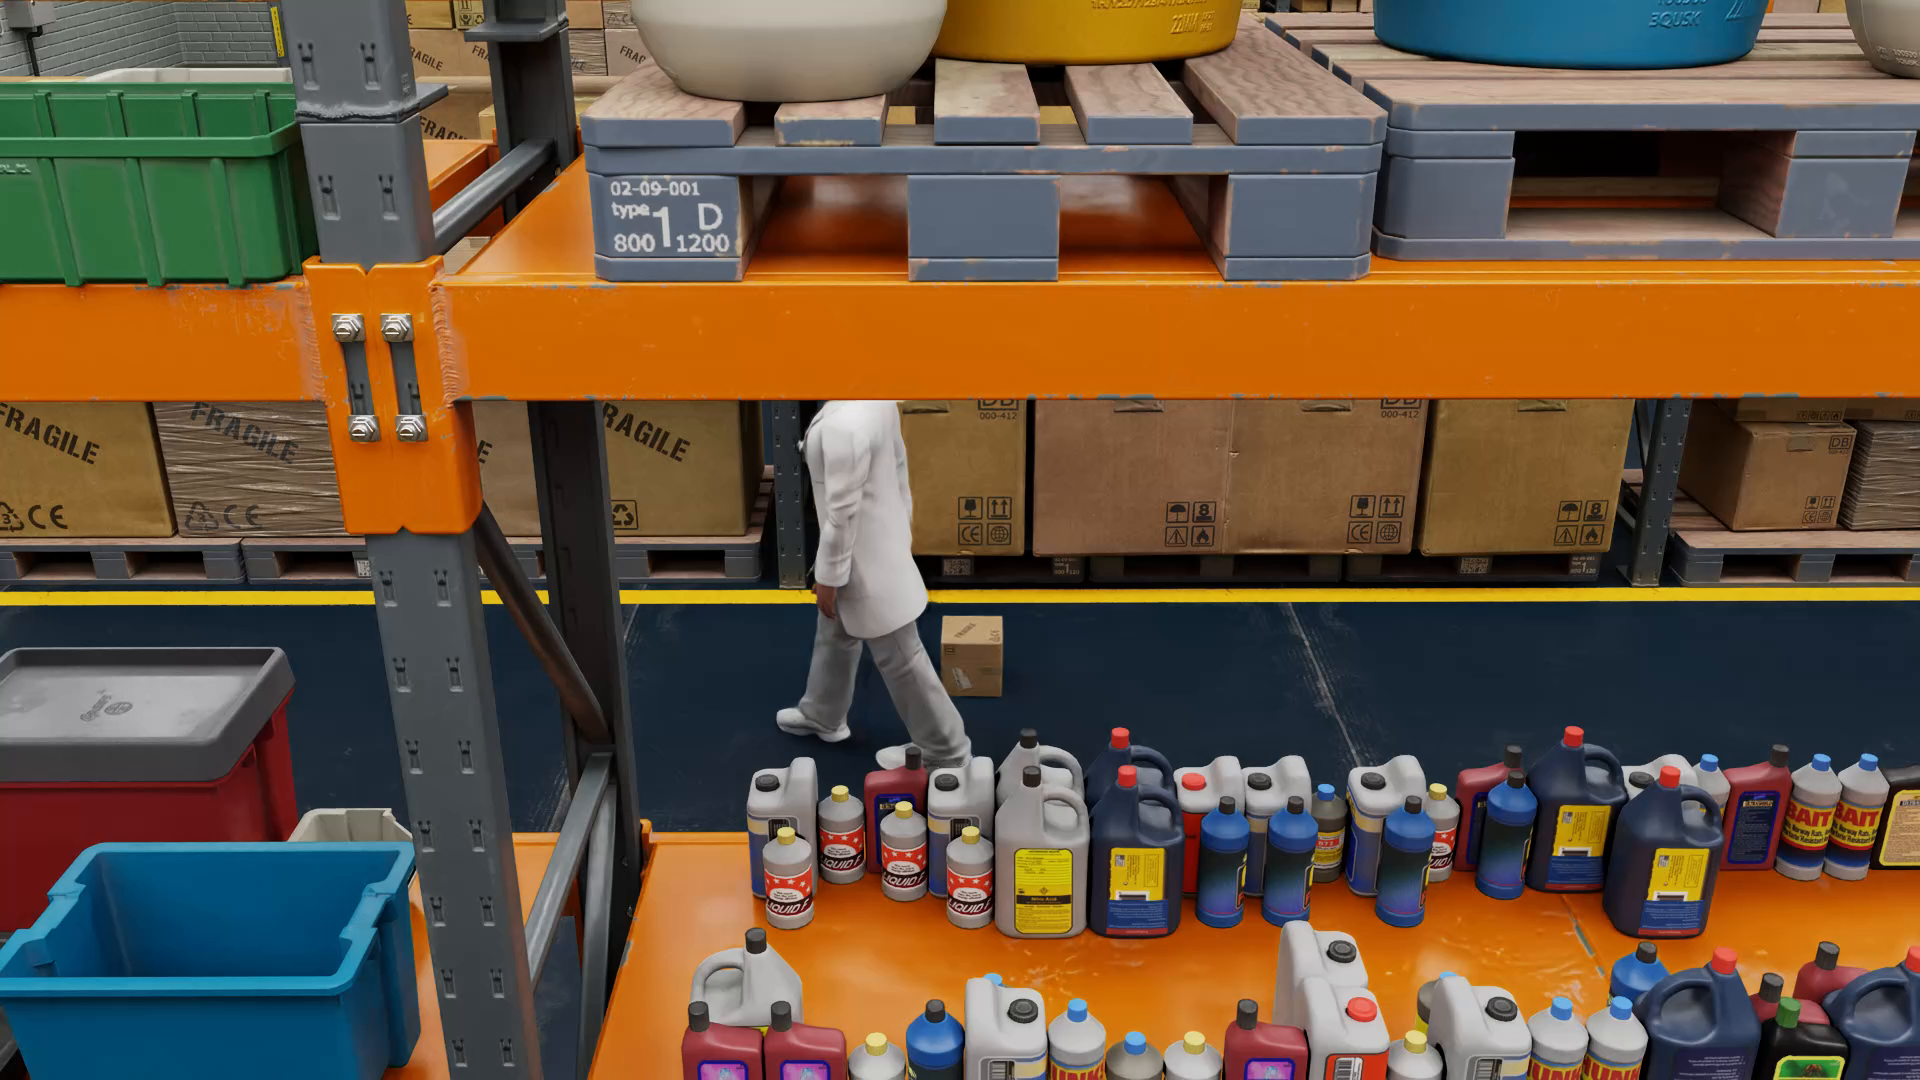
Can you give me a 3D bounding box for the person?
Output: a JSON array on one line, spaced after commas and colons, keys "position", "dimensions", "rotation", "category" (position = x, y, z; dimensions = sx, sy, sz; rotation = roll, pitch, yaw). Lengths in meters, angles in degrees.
[{"position": [-0.352, 0.053, 5.992], "dimensions": [0.835, 1.780, 0.648], "rotation": [3, 24, 6], "category": "person"}]
